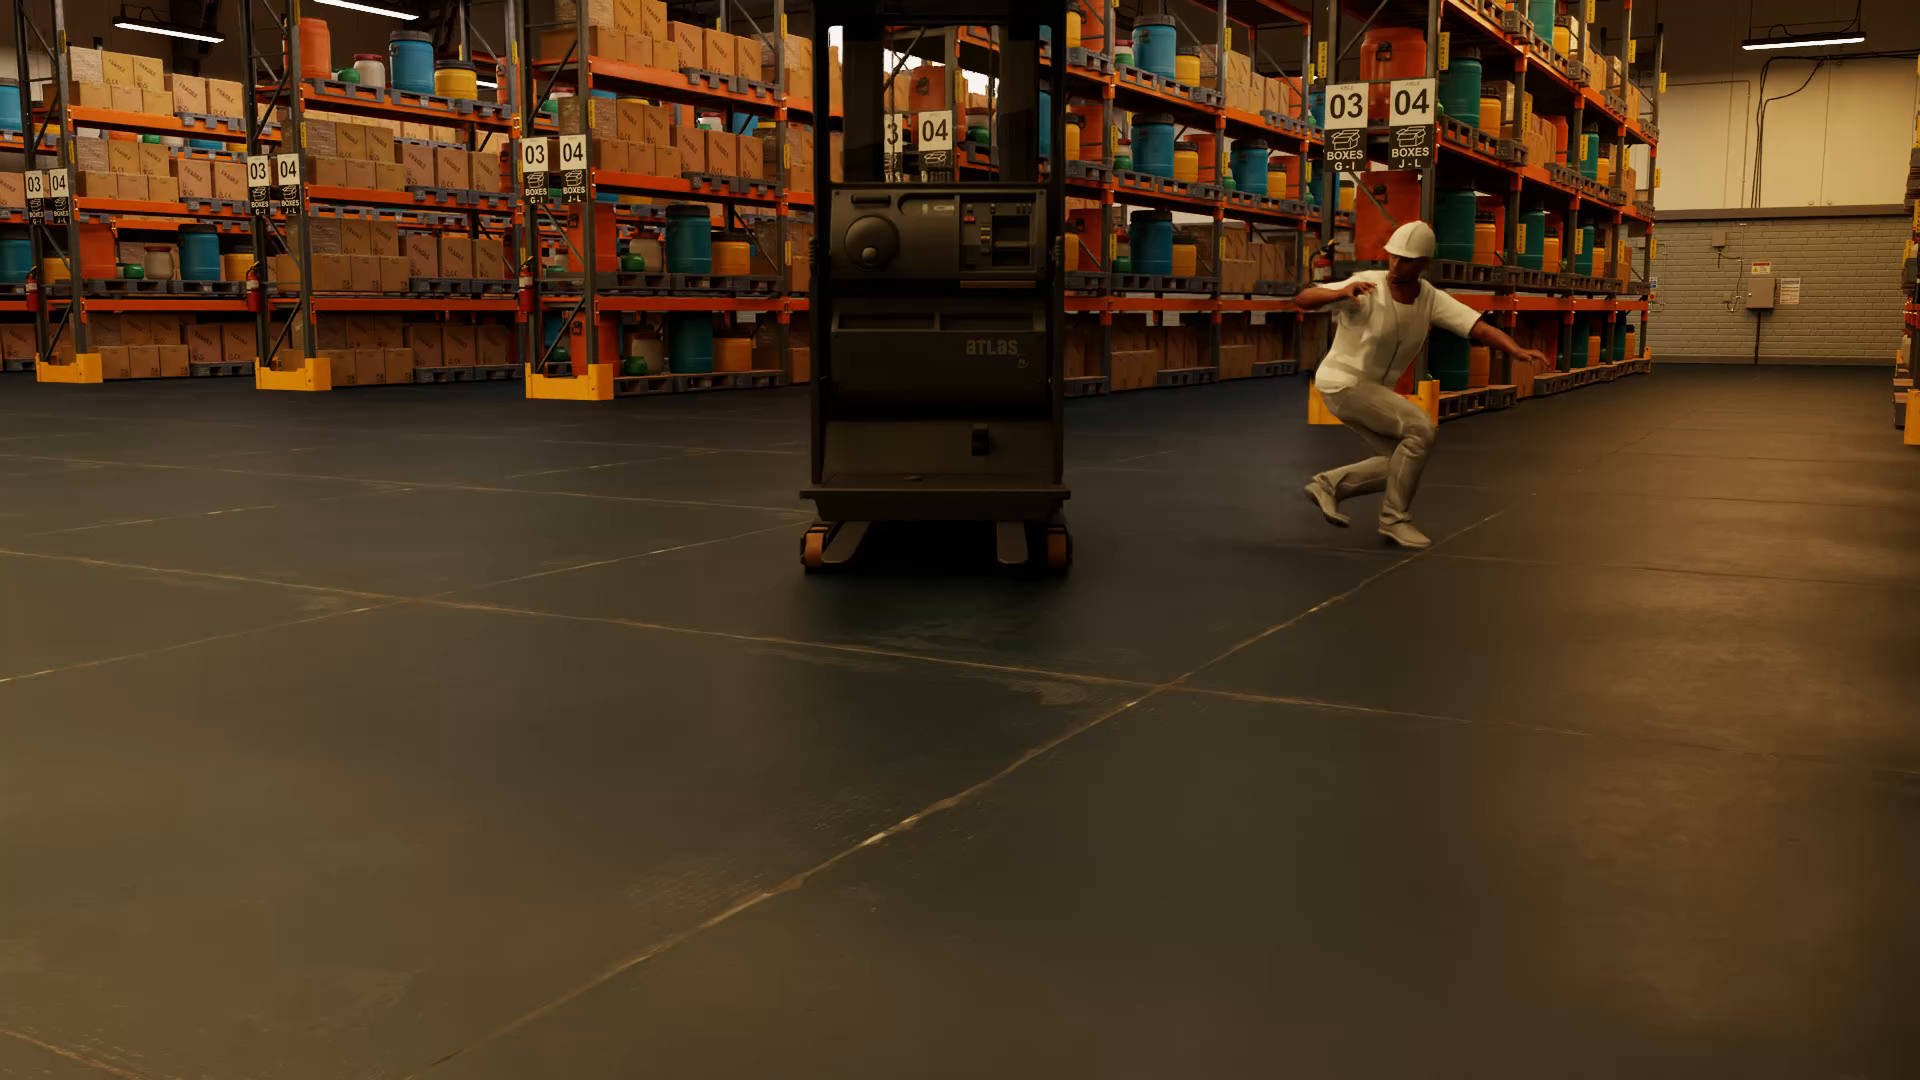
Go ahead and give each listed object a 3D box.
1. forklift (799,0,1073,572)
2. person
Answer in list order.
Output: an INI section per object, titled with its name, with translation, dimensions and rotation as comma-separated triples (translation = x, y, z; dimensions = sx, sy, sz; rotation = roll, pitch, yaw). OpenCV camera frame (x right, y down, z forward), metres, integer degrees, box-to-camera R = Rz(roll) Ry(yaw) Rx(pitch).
[forklift]
translation = -0.093, -1.361, 6.957
dimensions = 1.130, 2.935, 3.031
rotation = 0, 8, 1
[person]
translation = 2.054, -0.708, 7.572
dimensions = 1.103, 1.482, 0.850
rotation = 7, 11, 43
